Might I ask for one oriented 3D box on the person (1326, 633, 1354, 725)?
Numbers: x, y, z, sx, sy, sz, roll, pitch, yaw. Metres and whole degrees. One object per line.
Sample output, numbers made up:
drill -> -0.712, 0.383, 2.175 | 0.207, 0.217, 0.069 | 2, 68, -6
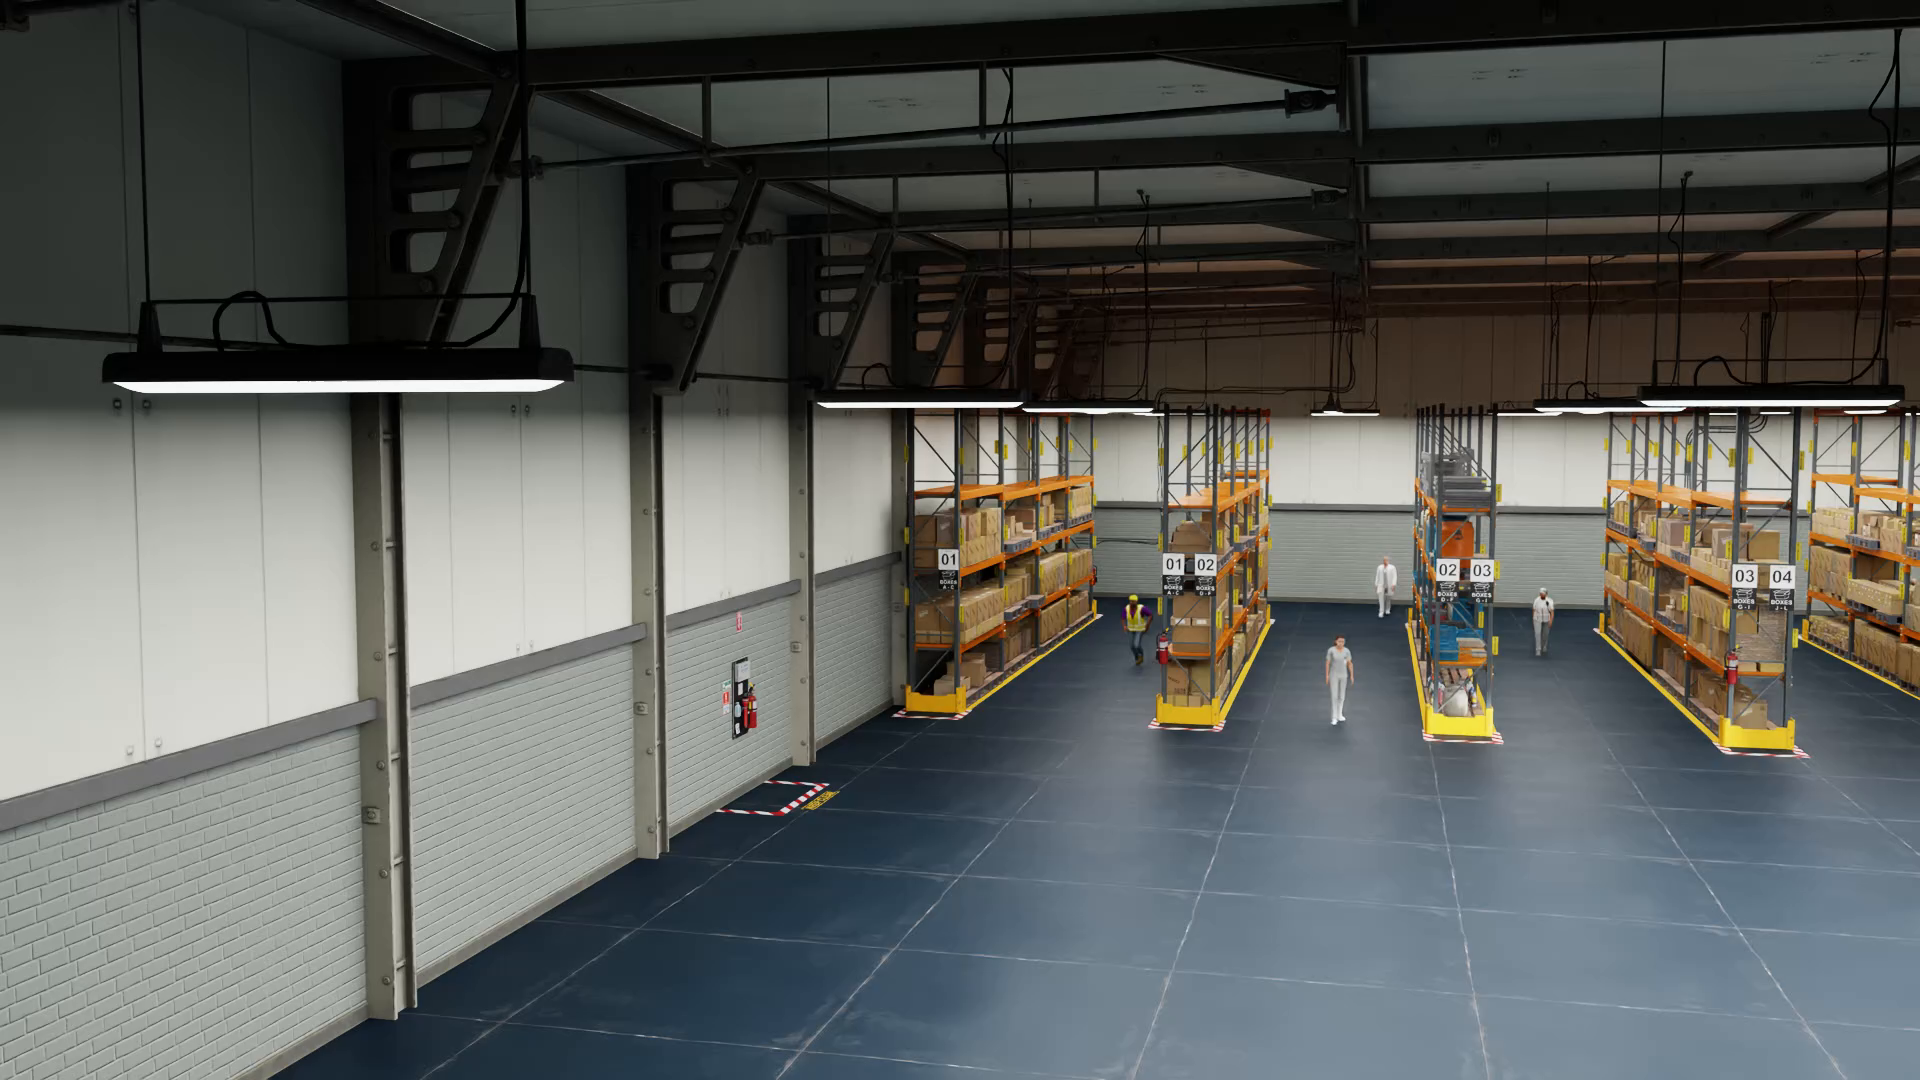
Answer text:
person -> 7.151, 2.620, 31.370 | 0.491, 1.735, 0.494 | 0, 4, -5

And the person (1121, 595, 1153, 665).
person -> 4.099, 2.084, 38.534 | 0.738, 1.670, 0.682 | 2, 5, 27

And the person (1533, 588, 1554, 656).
person -> 14.163, 1.957, 40.379 | 0.475, 1.600, 1.027 | 1, 4, 14

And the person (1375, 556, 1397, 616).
person -> 12.336, 1.329, 48.189 | 0.623, 1.712, 1.129 | 1, 4, 17

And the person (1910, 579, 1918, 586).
person -> 23.623, 1.846, 41.151 | 0.606, 1.775, 0.593 | 1, 4, 14
